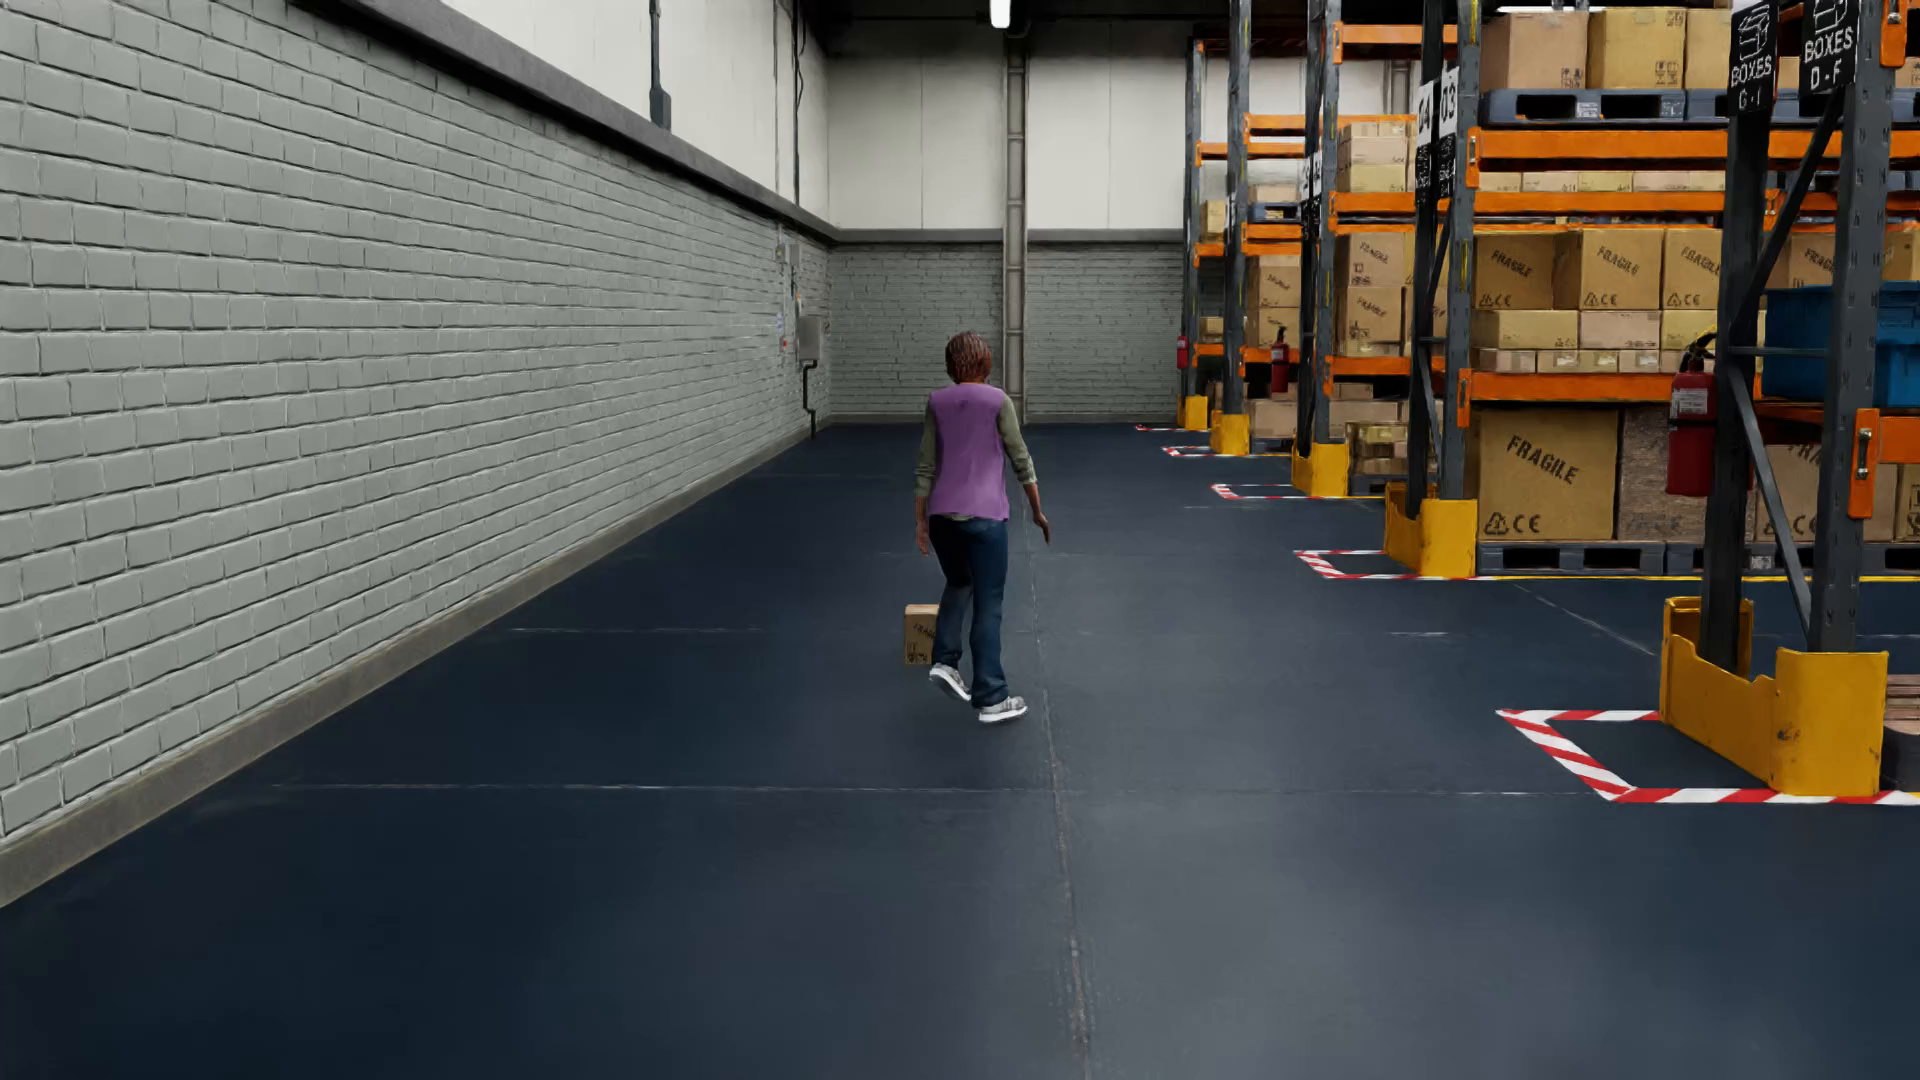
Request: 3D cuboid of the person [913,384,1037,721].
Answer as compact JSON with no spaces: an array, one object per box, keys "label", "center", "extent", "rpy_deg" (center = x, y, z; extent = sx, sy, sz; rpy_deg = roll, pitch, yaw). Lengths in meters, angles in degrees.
[{"label":"person","center":[0.052,0.034,6.858],"extent":[0.484,1.353,0.465],"rpy_deg":[4,8,26]}]
